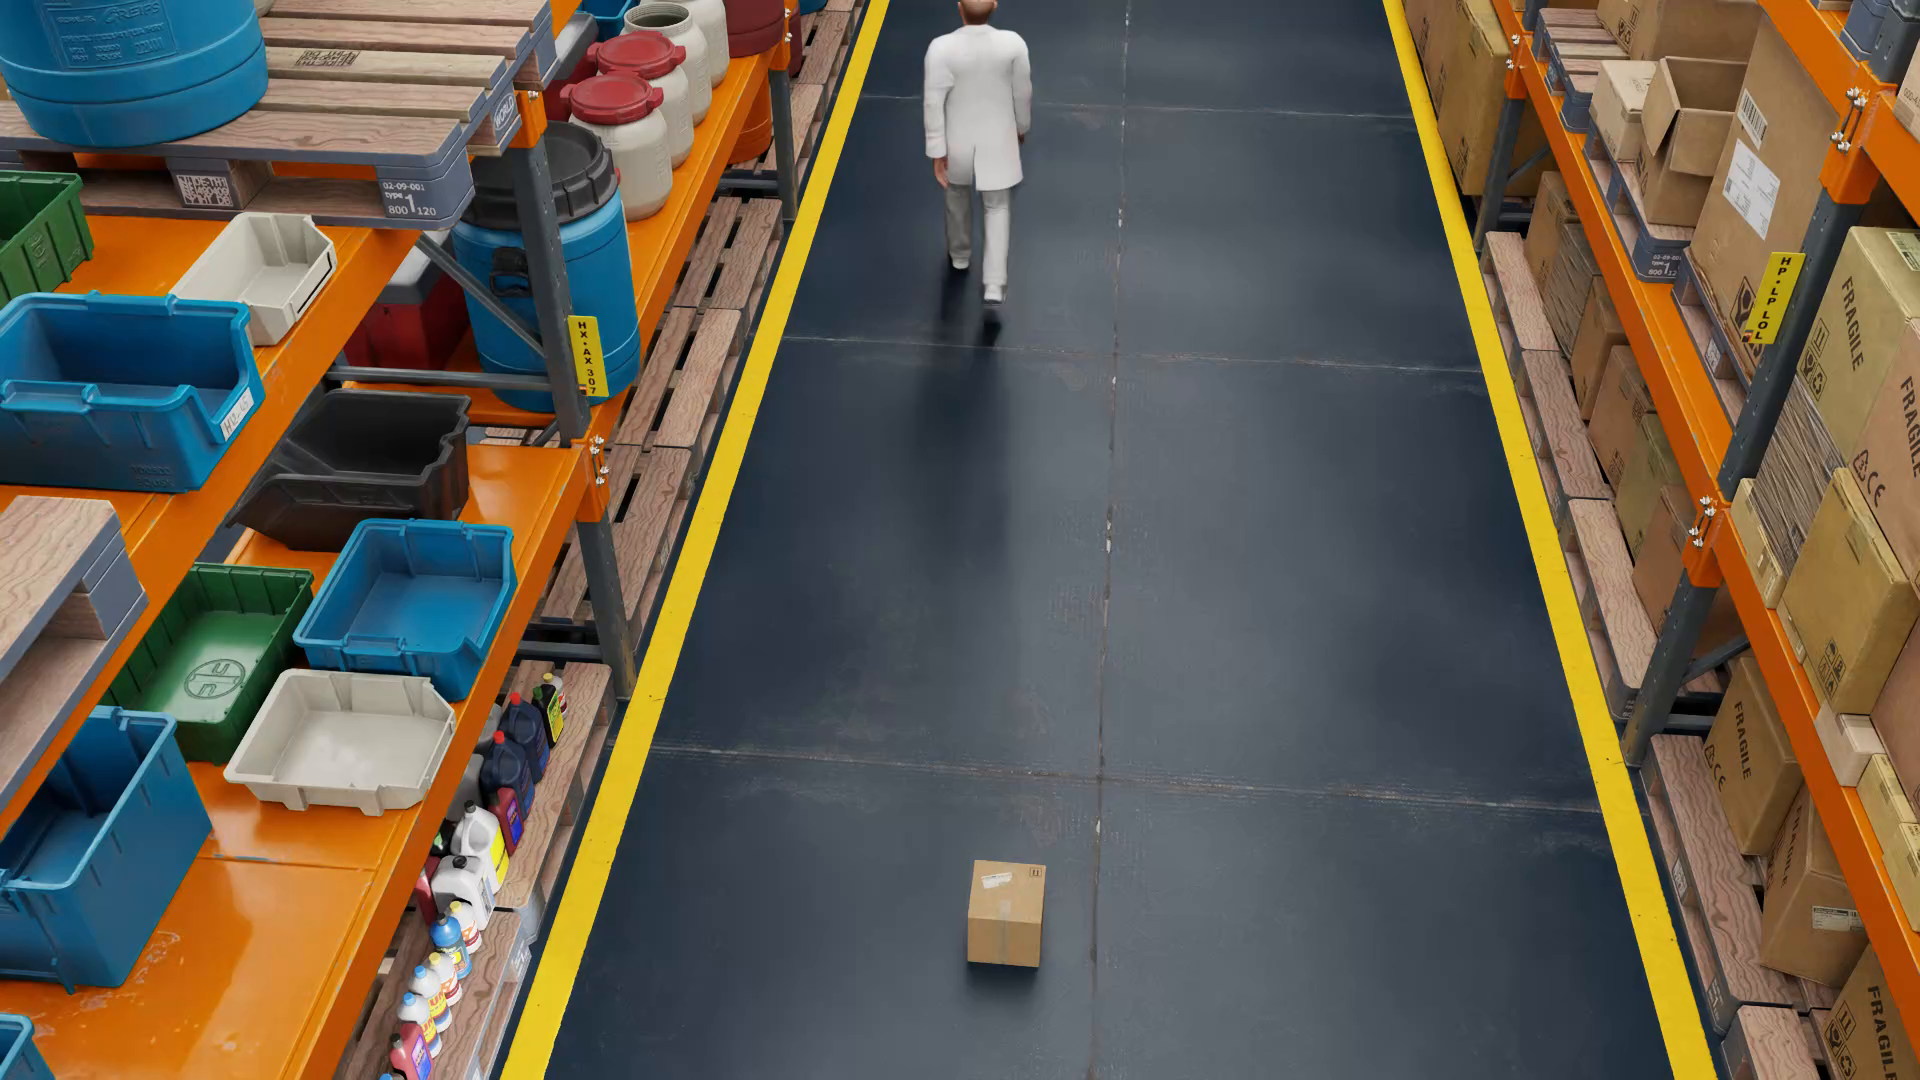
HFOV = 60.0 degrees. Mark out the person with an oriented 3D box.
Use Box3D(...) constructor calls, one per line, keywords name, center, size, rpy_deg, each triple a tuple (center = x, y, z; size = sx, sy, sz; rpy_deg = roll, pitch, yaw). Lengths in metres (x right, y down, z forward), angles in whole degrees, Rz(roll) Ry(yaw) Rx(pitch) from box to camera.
Box3D(name="person", center=(0.093, -2.094, 8.699), size=(0.561, 1.735, 1.049), rpy_deg=(0, 40, 0))
